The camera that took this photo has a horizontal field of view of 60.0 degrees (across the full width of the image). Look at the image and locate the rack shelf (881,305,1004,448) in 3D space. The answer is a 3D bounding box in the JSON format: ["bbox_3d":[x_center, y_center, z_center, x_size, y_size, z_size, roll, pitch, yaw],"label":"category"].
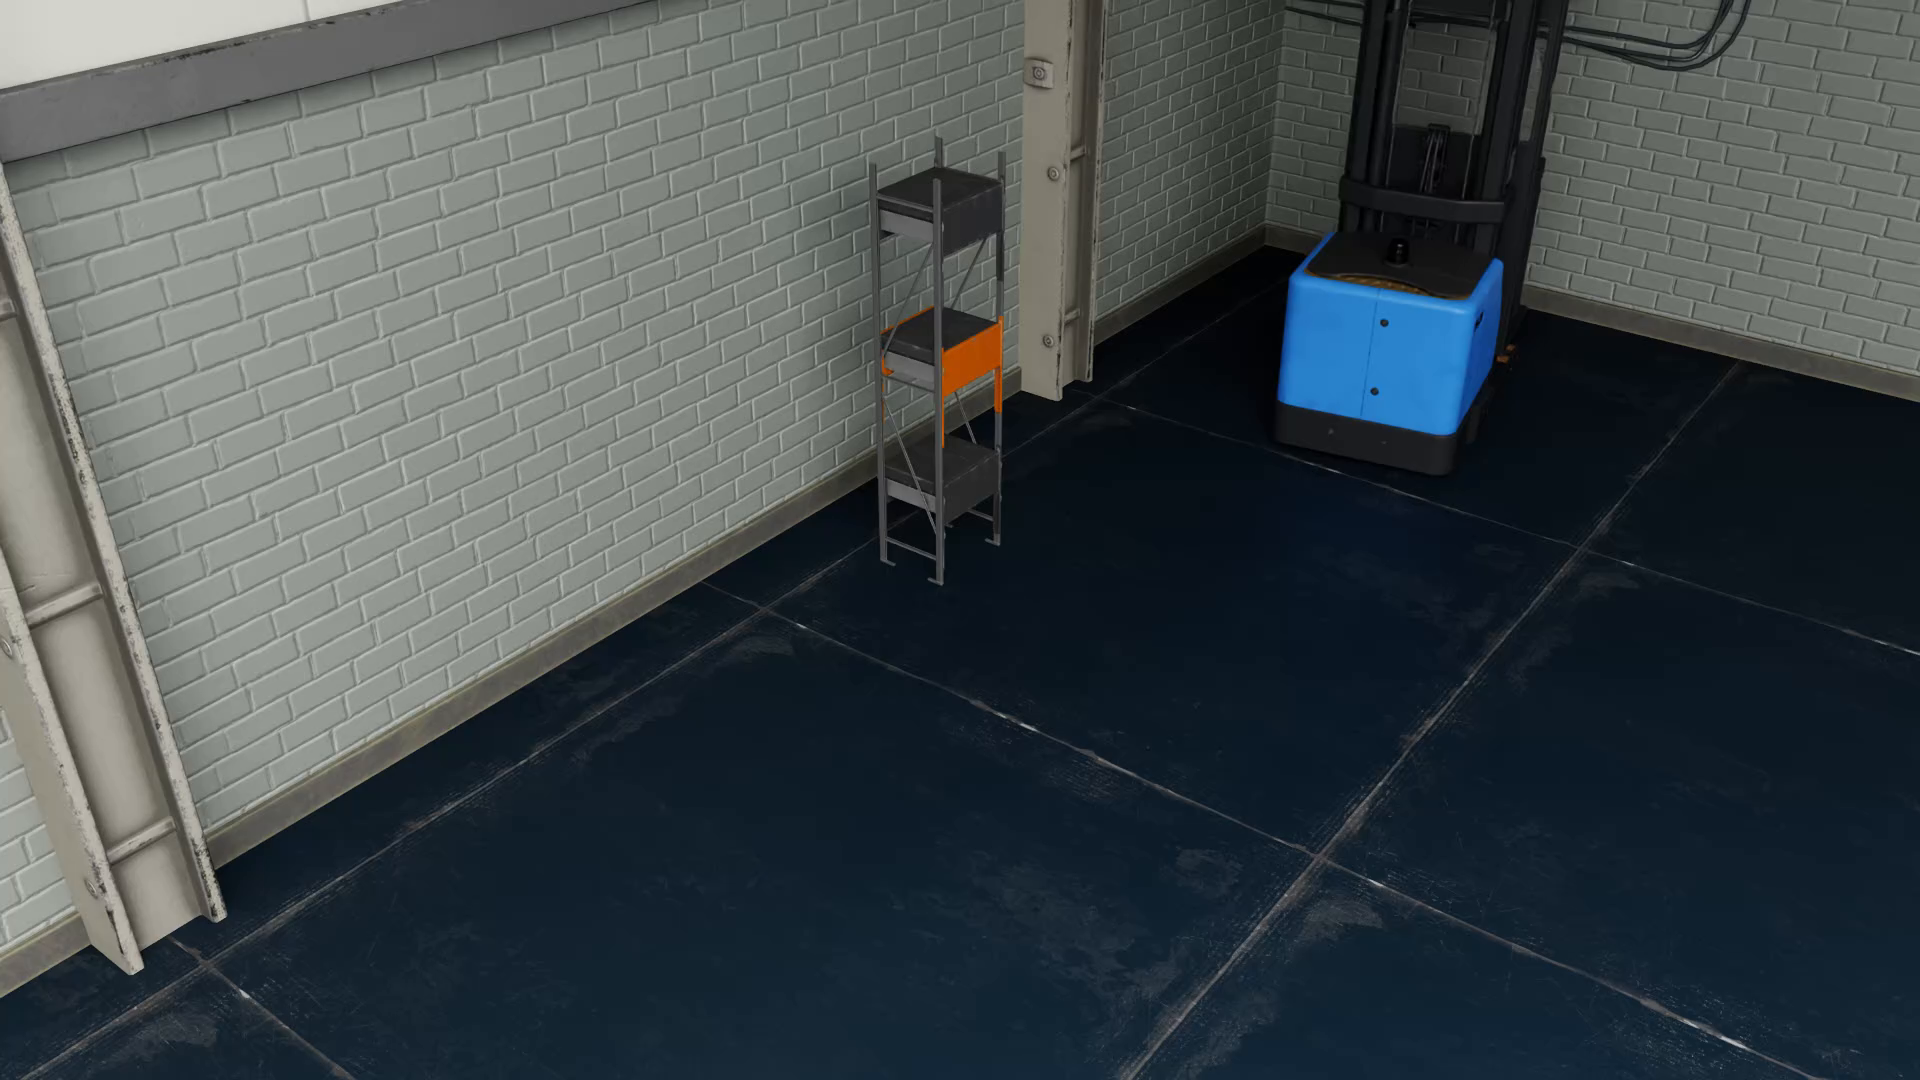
[{"bbox_3d":[-0.100,-0.824,8.108,0.431,0.518,0.480,21,37,31],"label":"rack shelf"}]

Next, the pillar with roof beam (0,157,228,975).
[{"bbox_3d":[0.404,-1.084,1.752,9.100,9.000,0.400,21,37,31],"label":"pillar with roof beam"}]

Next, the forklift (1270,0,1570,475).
[{"bbox_3d":[2.908,-2.348,9.837,1.130,2.935,3.031,14,34,23],"label":"forklift"}]

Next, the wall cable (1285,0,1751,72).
[{"bbox_3d":[3.426,-4.302,10.229,3.097,2.526,0.112,21,37,31],"label":"wall cable"}]

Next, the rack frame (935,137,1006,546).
[{"bbox_3d":[0.047,-0.935,8.268,0.400,2.100,0.015,21,37,31],"label":"rack frame"}]

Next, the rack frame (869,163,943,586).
[{"bbox_3d":[-0.247,-0.737,7.934,0.400,2.100,0.015,21,37,31],"label":"rack frame"}]

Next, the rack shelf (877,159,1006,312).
[{"bbox_3d":[-0.100,-1.426,7.751,0.431,0.518,0.480,21,37,31],"label":"rack shelf"}]

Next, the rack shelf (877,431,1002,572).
[{"bbox_3d":[-0.100,-0.222,8.465,0.431,0.518,0.480,21,37,31],"label":"rack shelf"}]

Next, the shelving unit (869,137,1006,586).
[{"bbox_3d":[-0.100,-0.836,8.101,0.431,2.100,0.503,21,37,31],"label":"shelving unit"}]

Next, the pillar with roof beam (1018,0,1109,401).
[{"bbox_3d":[4.025,-3.523,5.868,9.100,9.000,0.400,21,37,31],"label":"pillar with roof beam"}]
